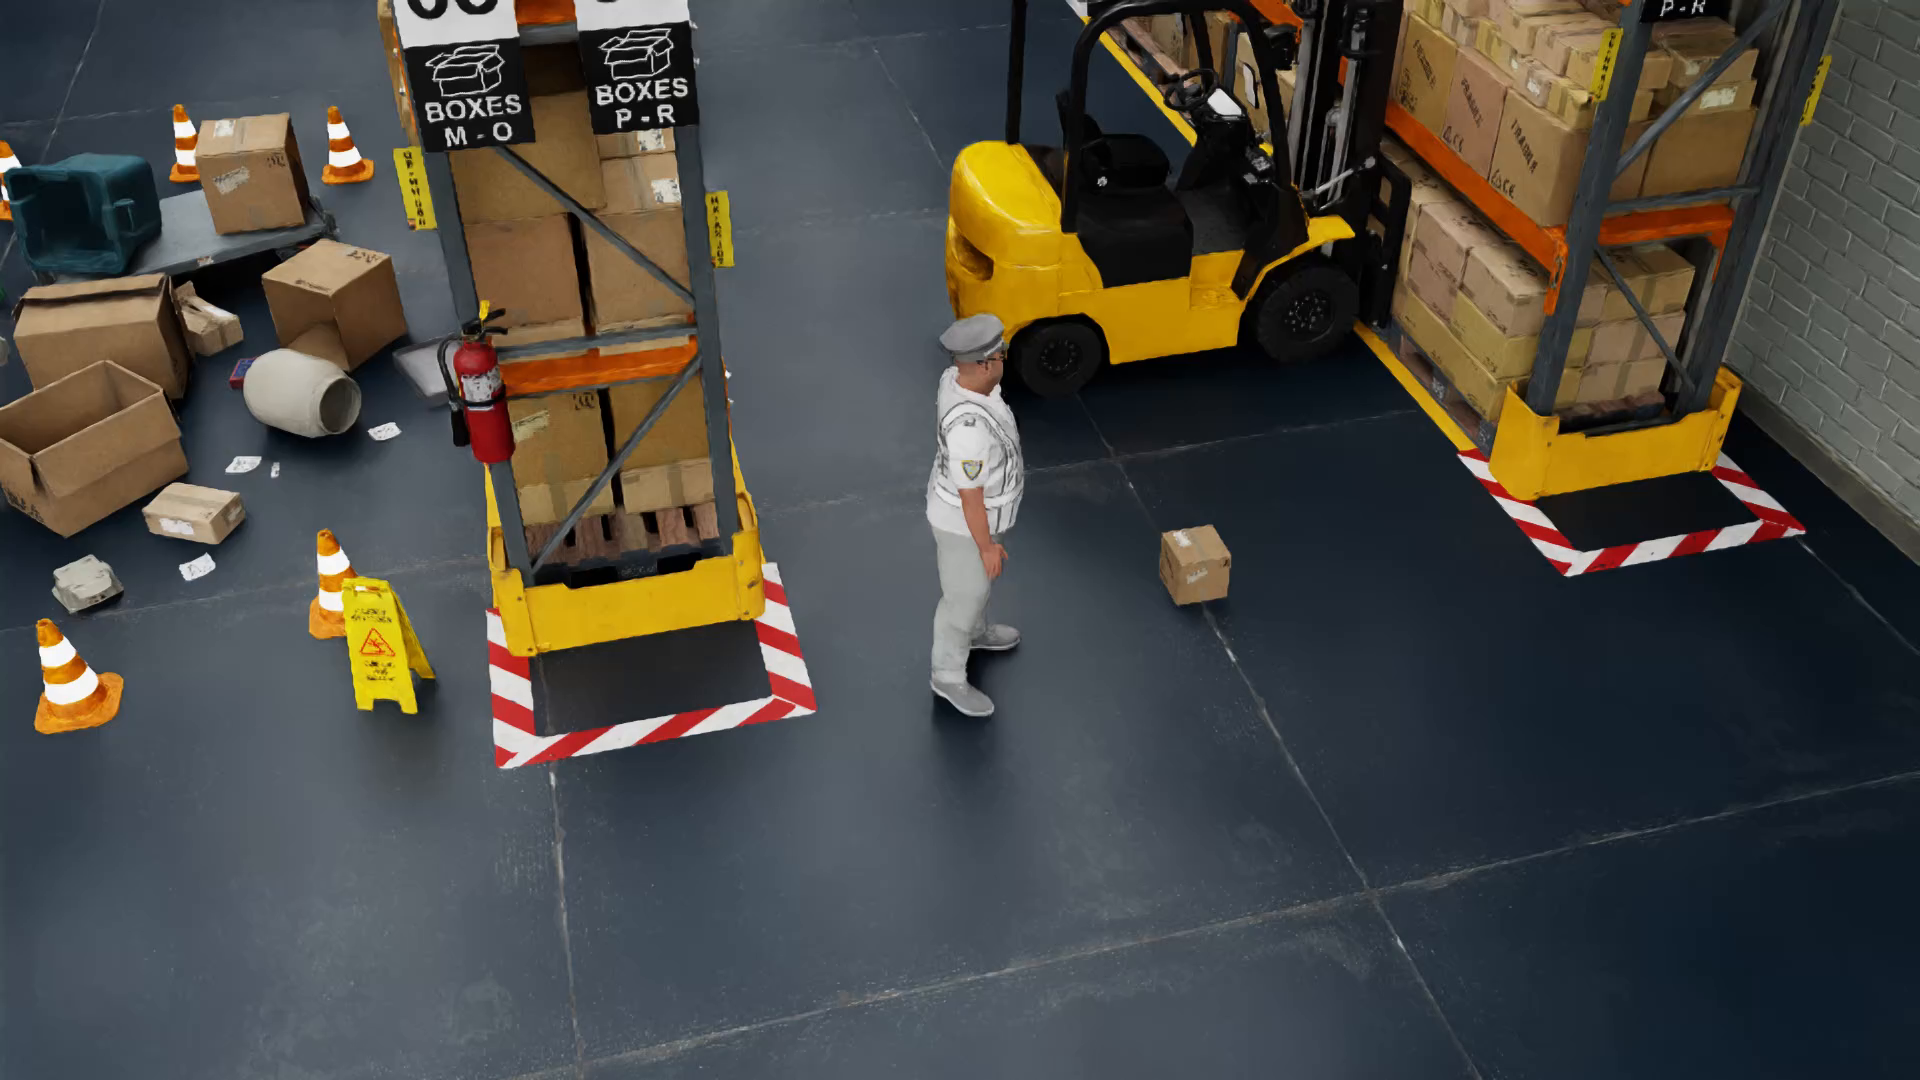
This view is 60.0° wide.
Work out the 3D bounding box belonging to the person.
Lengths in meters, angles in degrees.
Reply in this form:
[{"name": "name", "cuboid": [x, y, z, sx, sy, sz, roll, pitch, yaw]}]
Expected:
[{"name": "person", "cuboid": [0.062, -0.118, 6.822, 0.406, 1.772, 0.622, 2, 38, 2]}]
